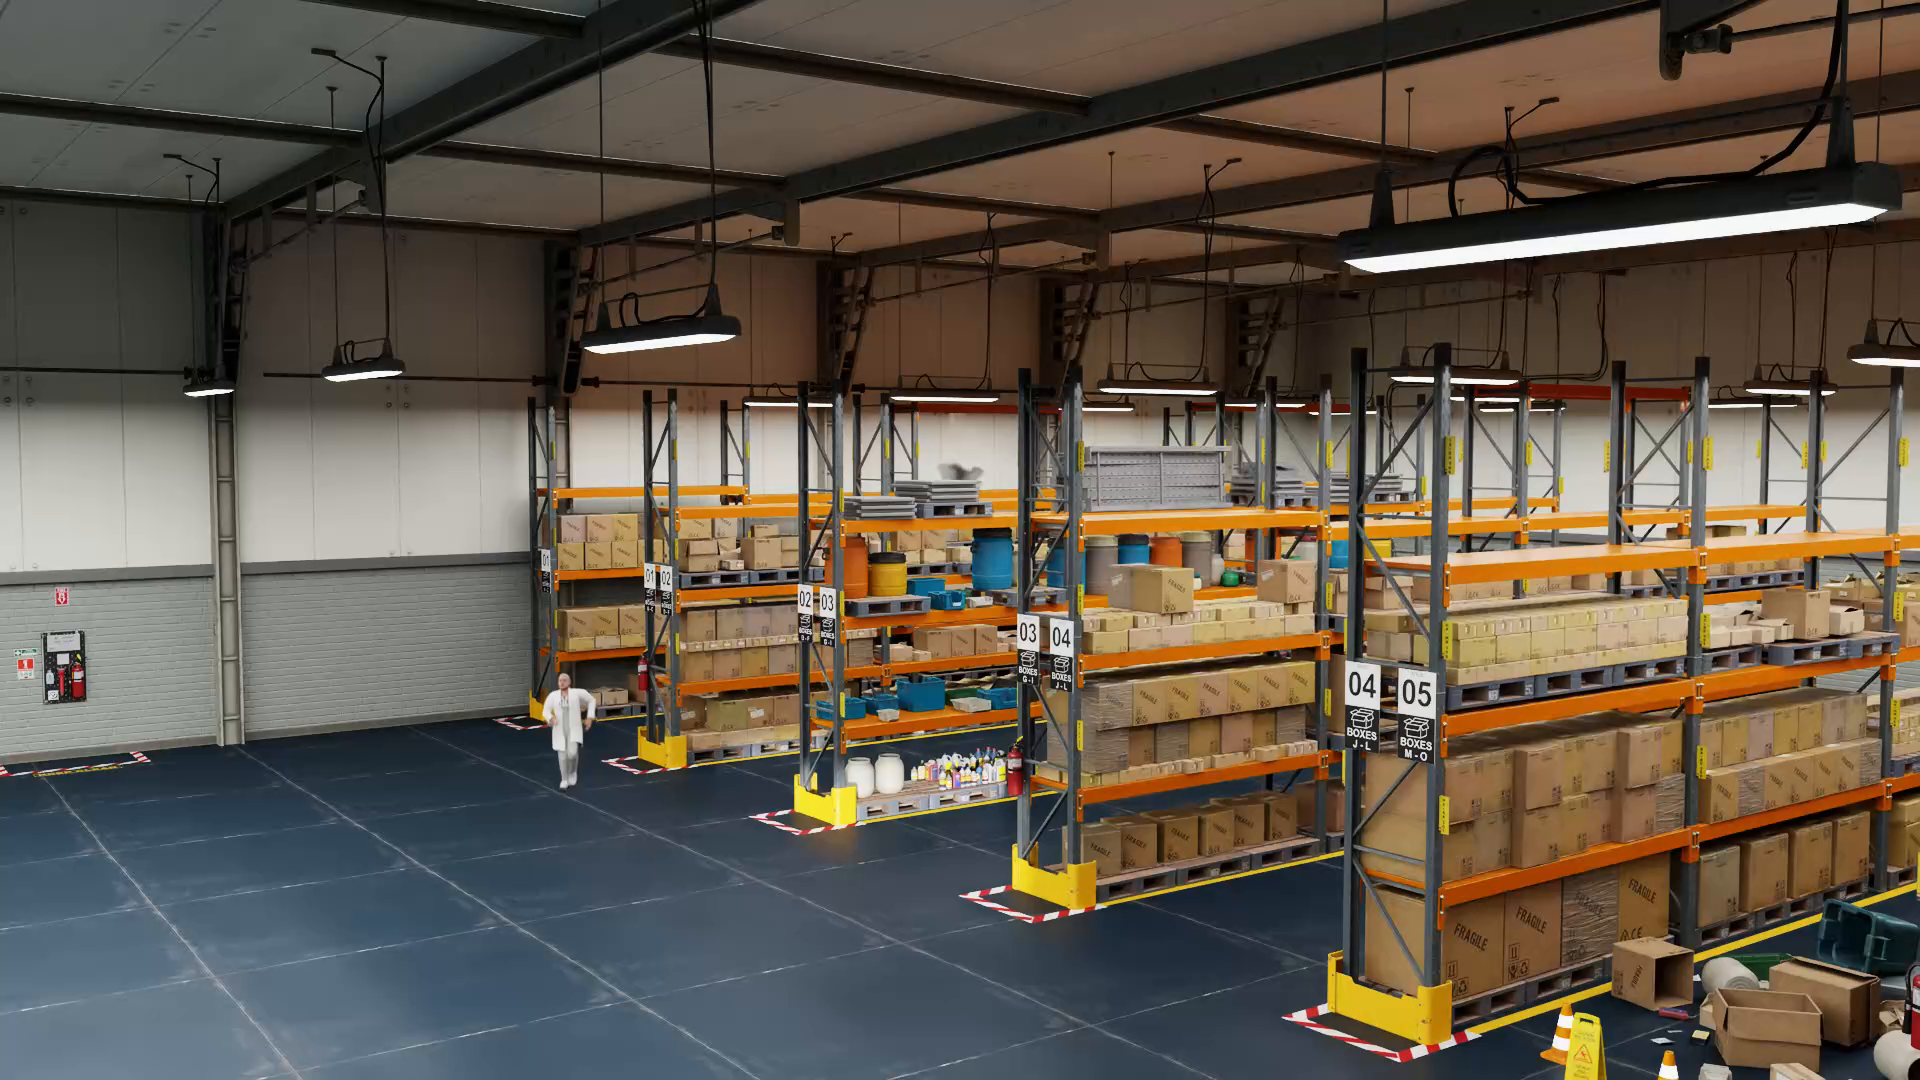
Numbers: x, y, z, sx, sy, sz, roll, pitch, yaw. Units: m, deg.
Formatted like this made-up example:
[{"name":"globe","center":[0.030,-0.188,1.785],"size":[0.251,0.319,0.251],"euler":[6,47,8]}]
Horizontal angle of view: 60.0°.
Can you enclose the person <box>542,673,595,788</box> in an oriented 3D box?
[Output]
[{"name":"person","center":[-5.790,2.836,24.567],"size":[0.736,1.737,0.828],"euler":[0,3,-3]}]
